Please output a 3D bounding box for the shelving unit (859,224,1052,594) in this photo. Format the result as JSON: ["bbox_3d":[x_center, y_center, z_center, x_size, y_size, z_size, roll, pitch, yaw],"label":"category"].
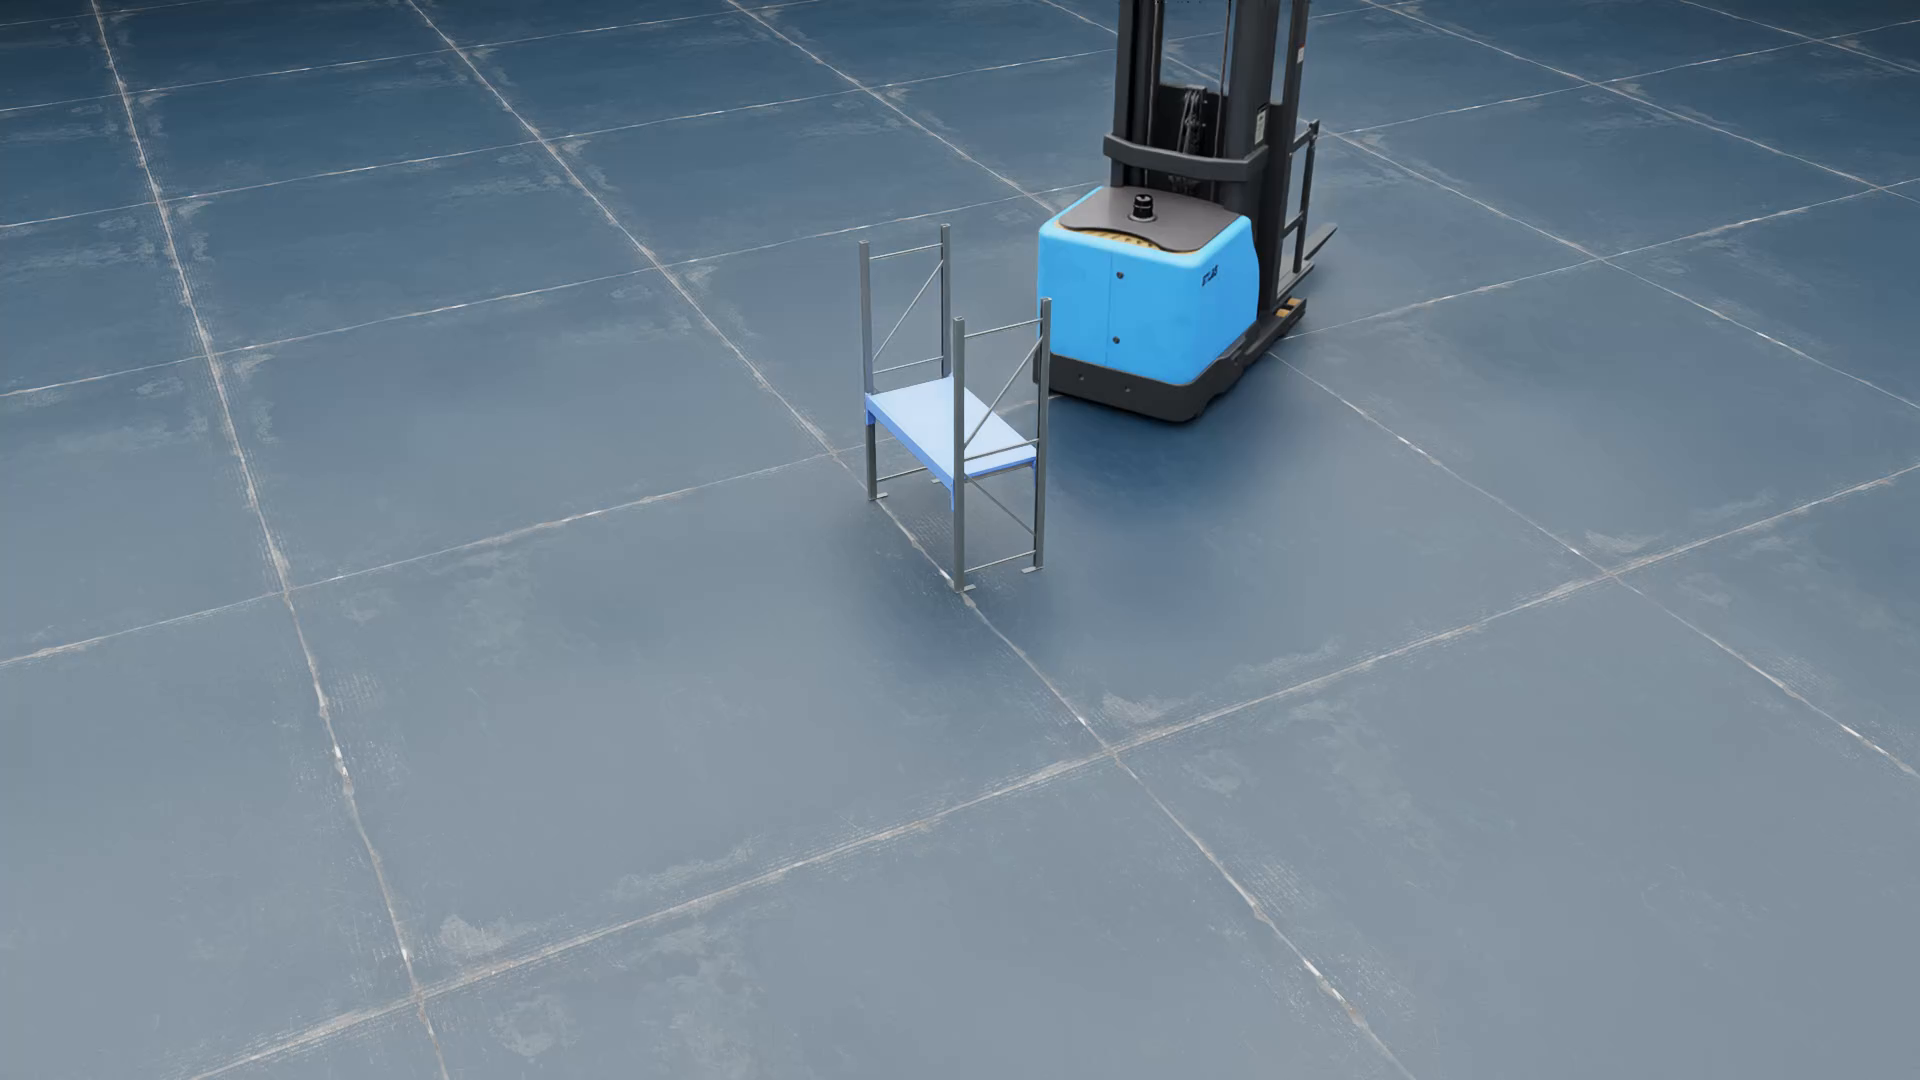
[{"bbox_3d":[-0.040,-0.672,8.409,0.538,1.500,1.048,-16,36,-23],"label":"shelving unit"}]

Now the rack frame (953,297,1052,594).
[{"bbox_3d":[0.197,-0.430,8.030,0.500,1.500,0.032,-16,36,-23],"label":"rack frame"}]

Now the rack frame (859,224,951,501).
[{"bbox_3d":[-0.277,-0.915,8.788,0.500,1.500,0.032,-16,36,-23],"label":"rack frame"}]

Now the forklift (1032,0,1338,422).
[{"bbox_3d":[1.628,-2.687,10.227,1.130,2.935,3.031,18,37,26],"label":"forklift"}]

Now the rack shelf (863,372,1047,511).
[{"bbox_3d":[-0.040,-0.521,8.506,0.538,0.185,1.000,-16,36,-23],"label":"rack shelf"}]
